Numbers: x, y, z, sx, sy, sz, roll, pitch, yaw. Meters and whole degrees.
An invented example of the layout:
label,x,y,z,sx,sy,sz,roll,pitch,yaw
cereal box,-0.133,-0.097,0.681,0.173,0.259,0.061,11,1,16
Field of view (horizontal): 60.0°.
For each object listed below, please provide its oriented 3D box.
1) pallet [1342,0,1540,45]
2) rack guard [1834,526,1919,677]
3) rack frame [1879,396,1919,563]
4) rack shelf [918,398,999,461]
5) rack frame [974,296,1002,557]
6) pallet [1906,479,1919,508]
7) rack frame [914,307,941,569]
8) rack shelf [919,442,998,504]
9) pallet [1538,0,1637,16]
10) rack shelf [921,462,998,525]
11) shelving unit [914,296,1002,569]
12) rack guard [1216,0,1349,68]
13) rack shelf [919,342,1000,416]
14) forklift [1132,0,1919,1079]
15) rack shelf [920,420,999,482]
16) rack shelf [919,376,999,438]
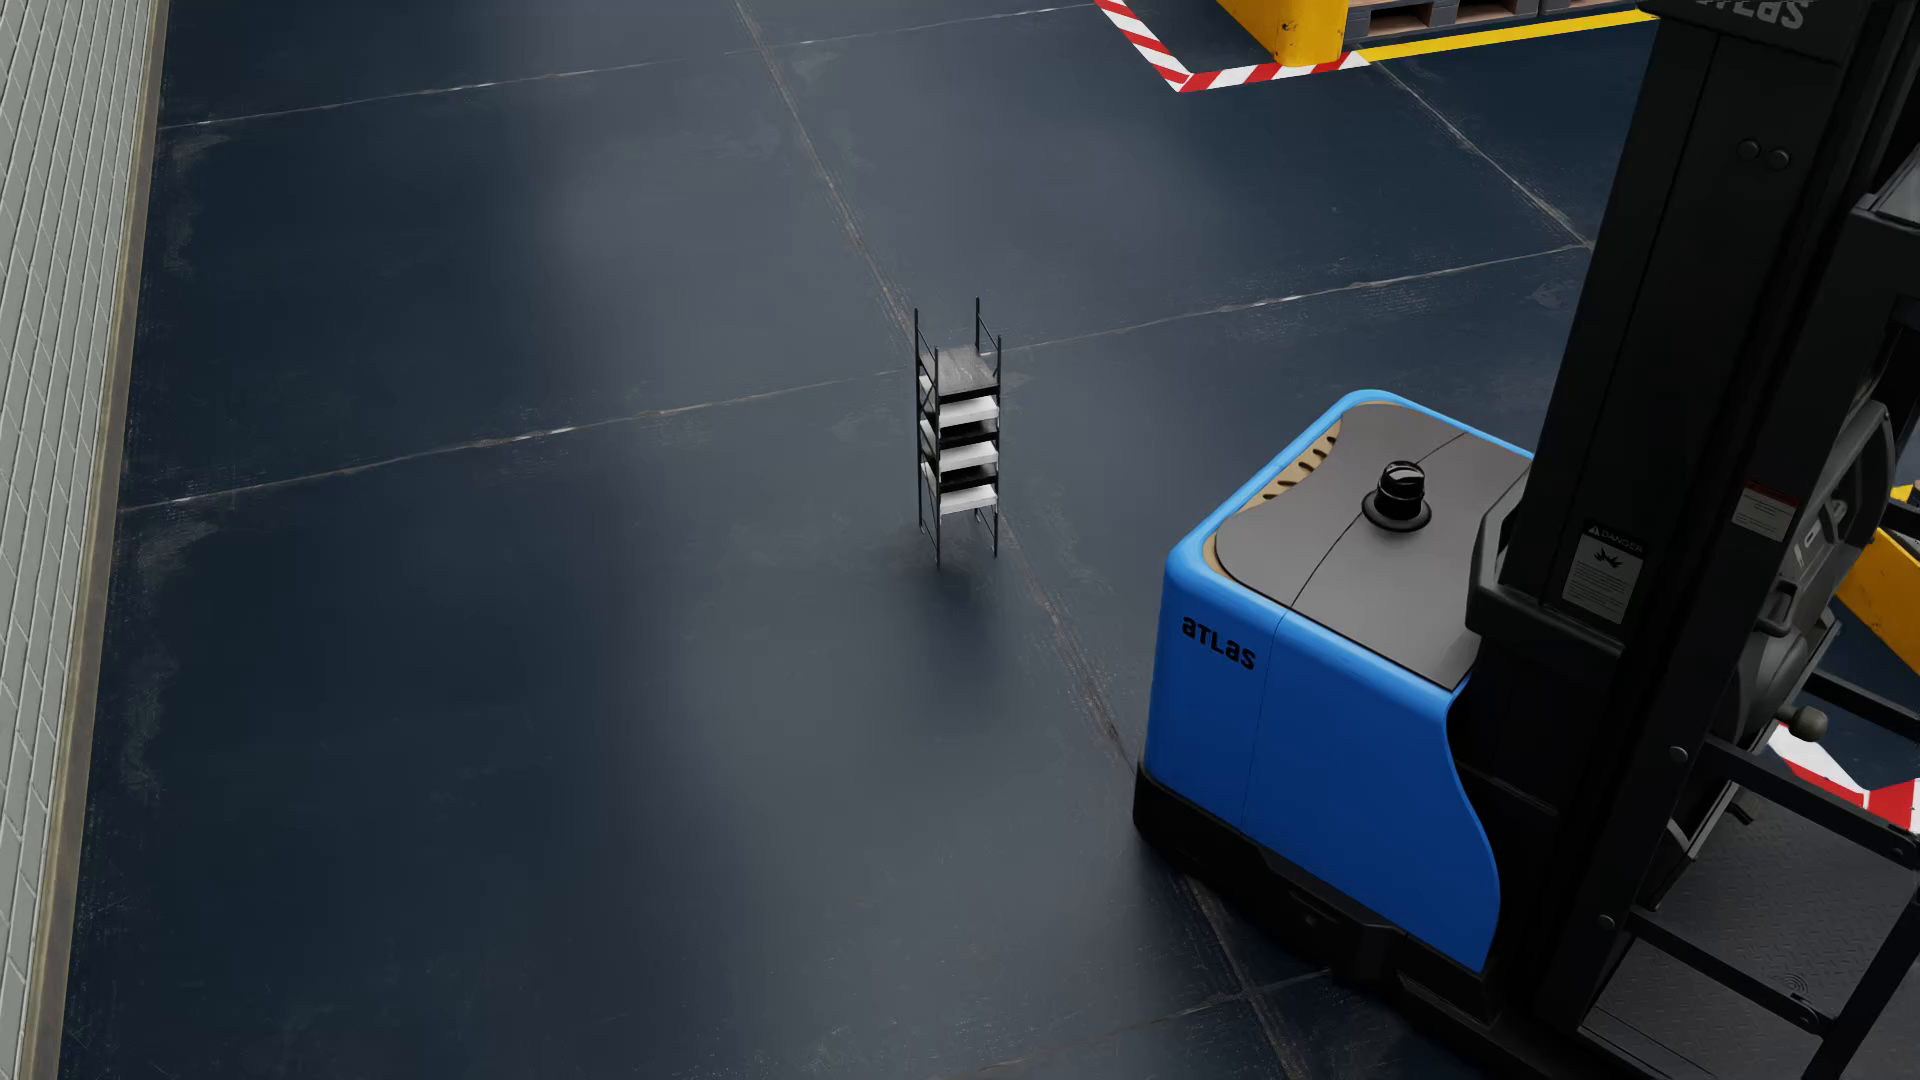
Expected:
label,x,y,z,sx,sy,sz,roll,pitch,yaw
pallet,2.410,-3.102,9.140,1.213,0.211,1.003,-12,42,-13
rack guard,3.139,0.118,5.235,0.348,0.500,1.175,-12,42,-13
rack frame,3.158,-0.836,4.427,0.127,3.000,1.000,-12,42,-13
rack shelf,-0.008,-0.380,5.415,0.200,0.077,0.258,-12,42,-13
rack frame,0.089,-0.357,5.475,0.006,0.900,0.240,-12,42,-13
pallet,3.957,0.075,5.504,1.213,0.211,1.003,-12,42,-13
rack frame,-0.105,-0.317,5.429,0.006,0.900,0.240,-12,42,-13
rack shelf,-0.008,-0.244,5.533,0.200,0.077,0.258,-12,42,-13
pallet,3.571,-3.340,9.413,1.213,0.211,1.003,-12,42,-13
rack shelf,-0.008,-0.177,5.592,0.200,0.077,0.258,-12,42,-13
shelving unit,-0.008,-0.337,5.452,0.210,0.900,0.258,-12,42,-13
rack guard,1.648,-2.998,8.802,0.348,0.500,1.175,-12,42,-13
rack shelf,-0.008,-0.516,5.296,0.200,0.077,0.258,-12,42,-13
forklift,1.944,0.127,3.377,3.031,2.935,1.130,29,49,29
rack shelf,-0.008,-0.312,5.474,0.200,0.077,0.258,-12,42,-13
rack shelf,-0.008,-0.448,5.356,0.200,0.077,0.258,-12,42,-13
